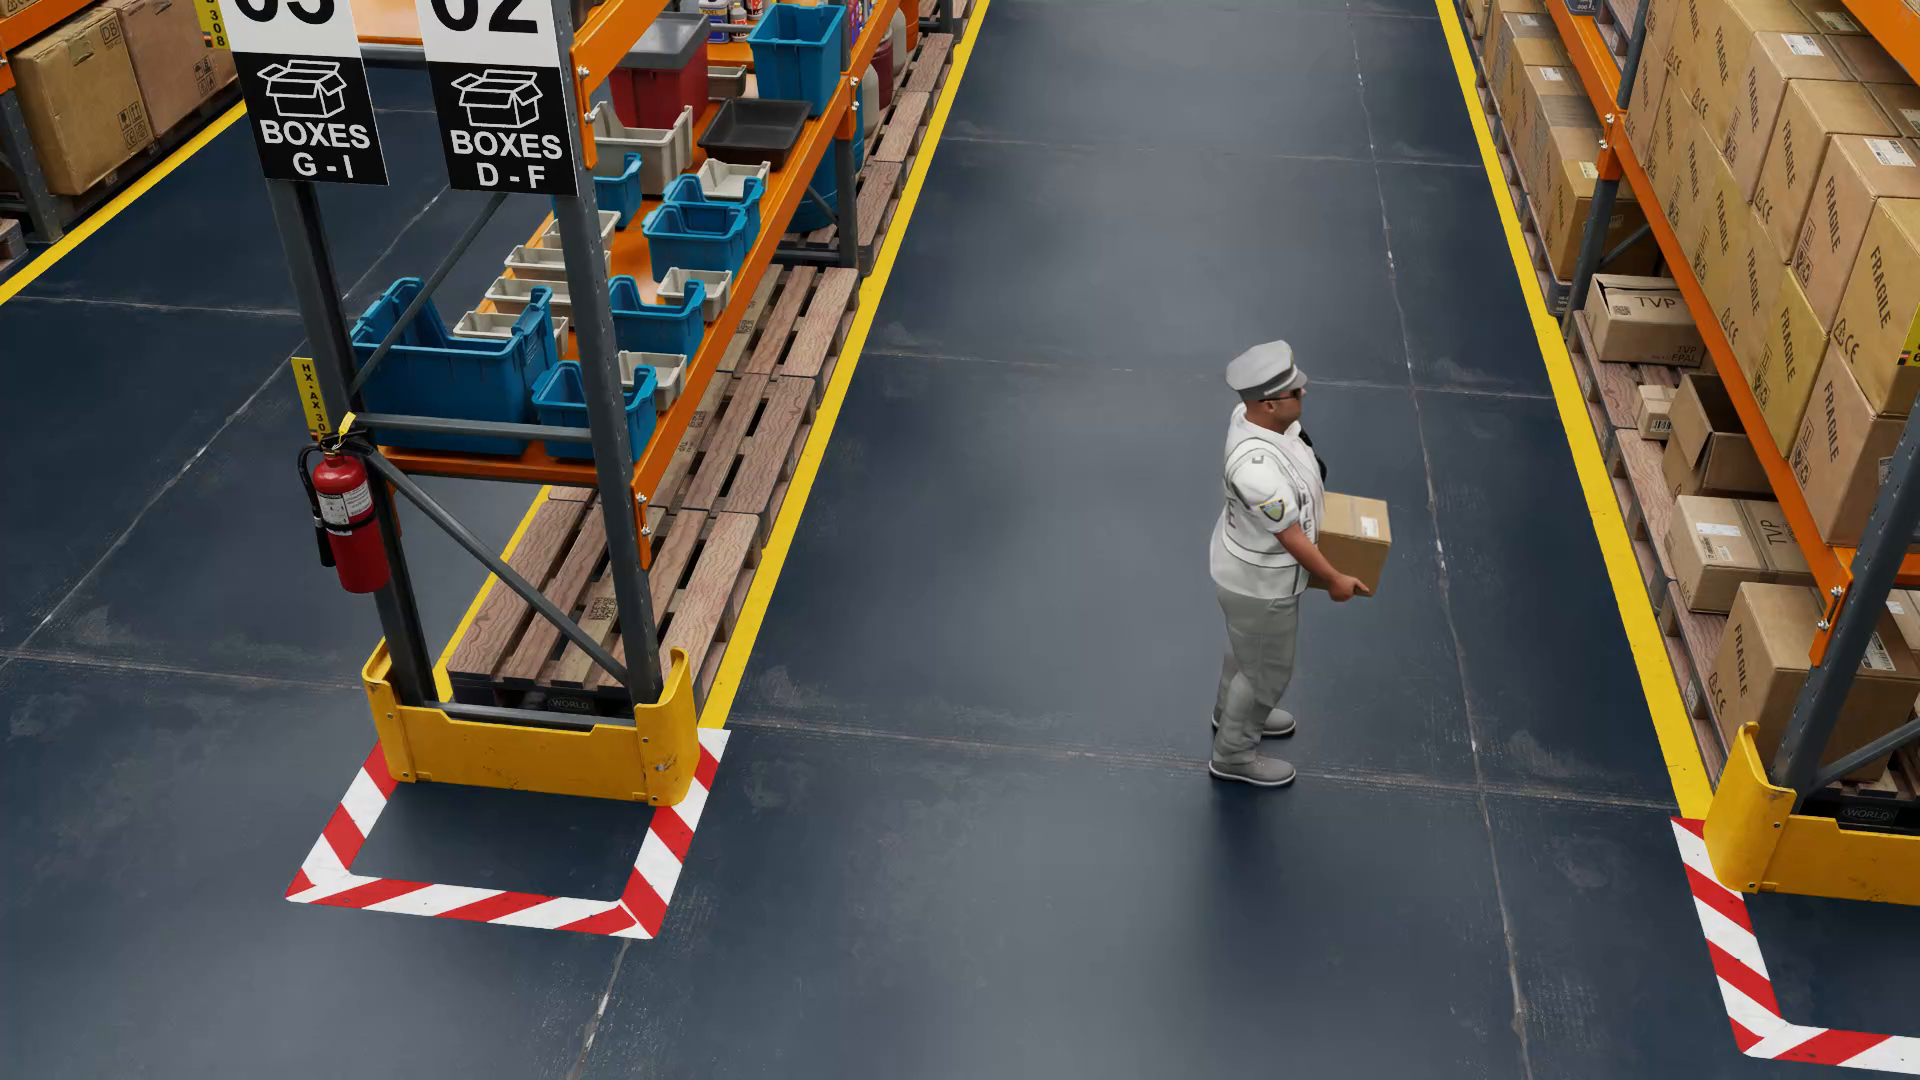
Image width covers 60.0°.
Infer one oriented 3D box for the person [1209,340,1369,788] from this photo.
[{"bbox_3d":[1.171,0.093,5.995,0.566,1.768,0.494,4,36,6],"label":"person"}]
